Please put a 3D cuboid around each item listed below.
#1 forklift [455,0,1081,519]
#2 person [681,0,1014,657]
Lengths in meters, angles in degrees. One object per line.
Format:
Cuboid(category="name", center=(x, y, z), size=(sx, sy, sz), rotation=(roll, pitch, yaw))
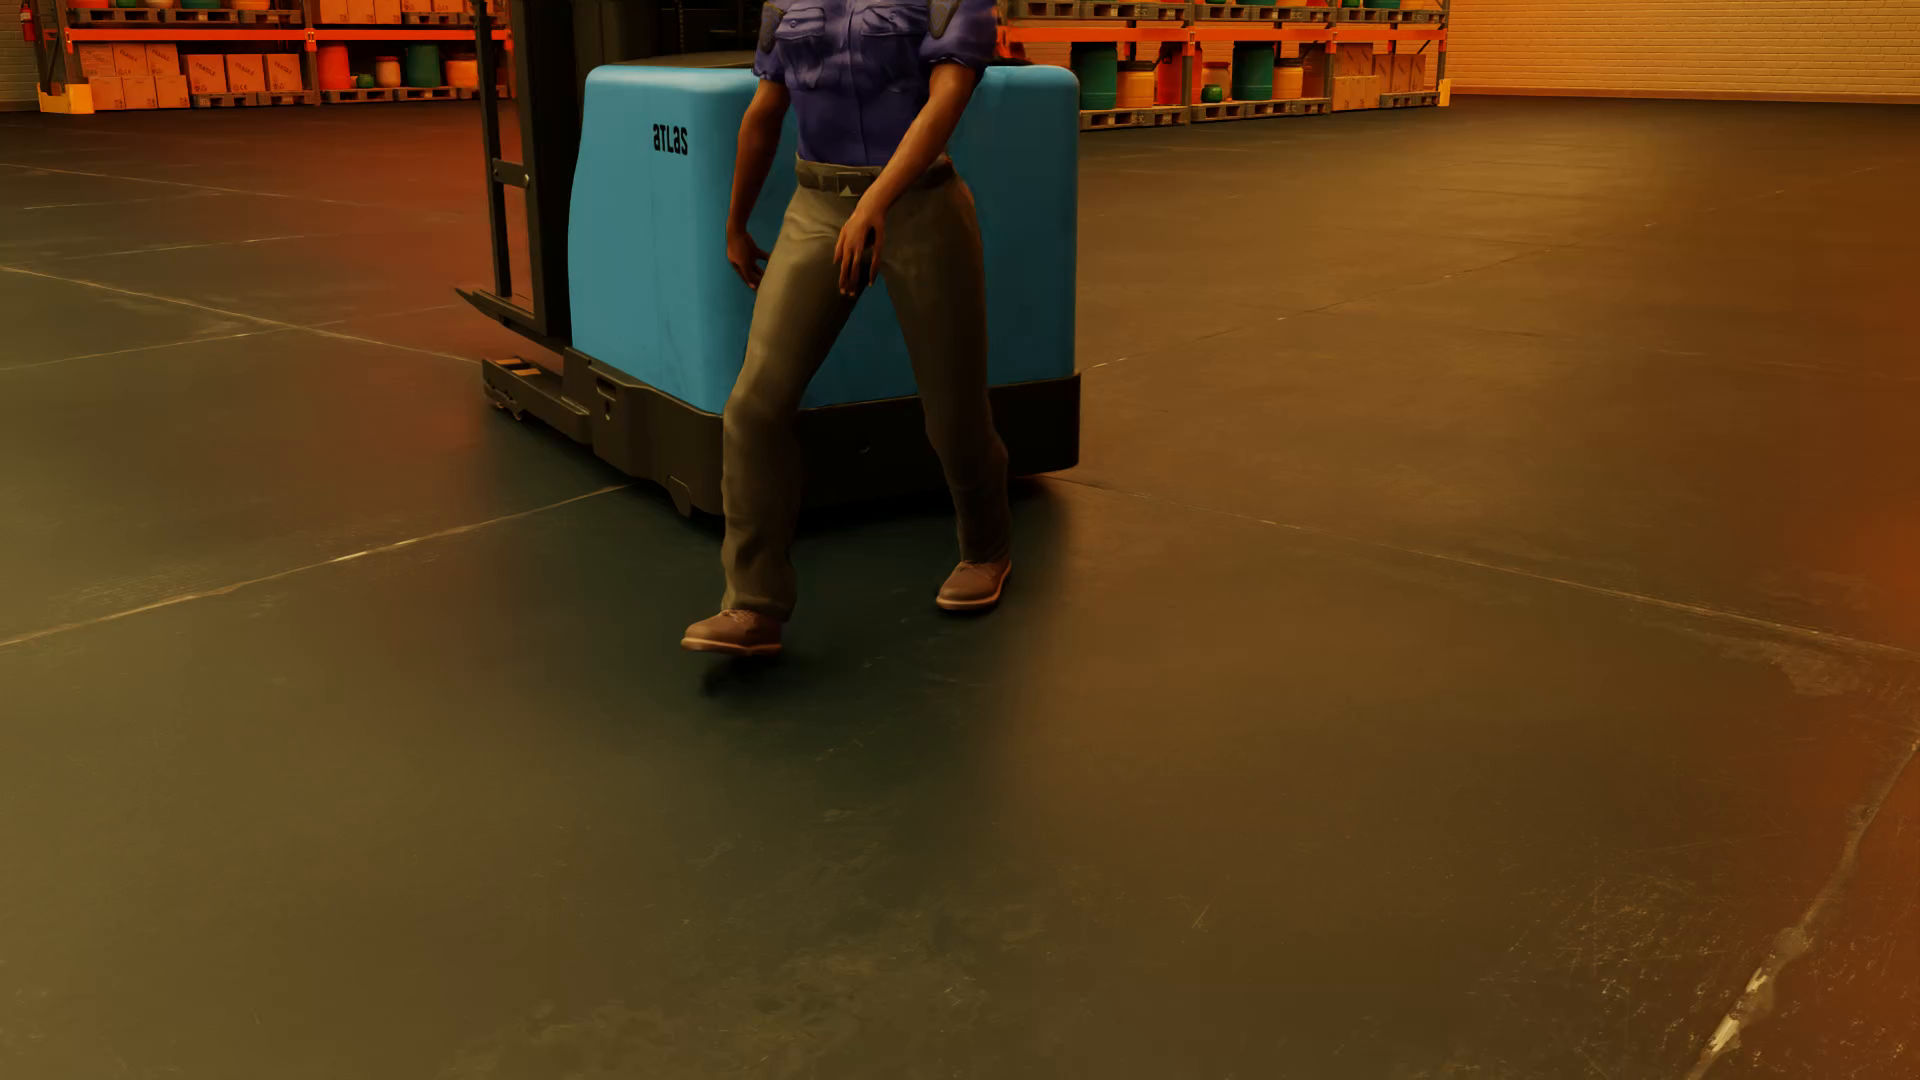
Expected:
Cuboid(category="forklift", center=(-0.871, -1.830, 4.926), size=(1.130, 2.935, 3.031), rotation=(-10, 19, -29))
Cuboid(category="person", center=(-0.220, -0.572, 3.118), size=(0.597, 1.588, 0.839), rotation=(5, 18, 16))
